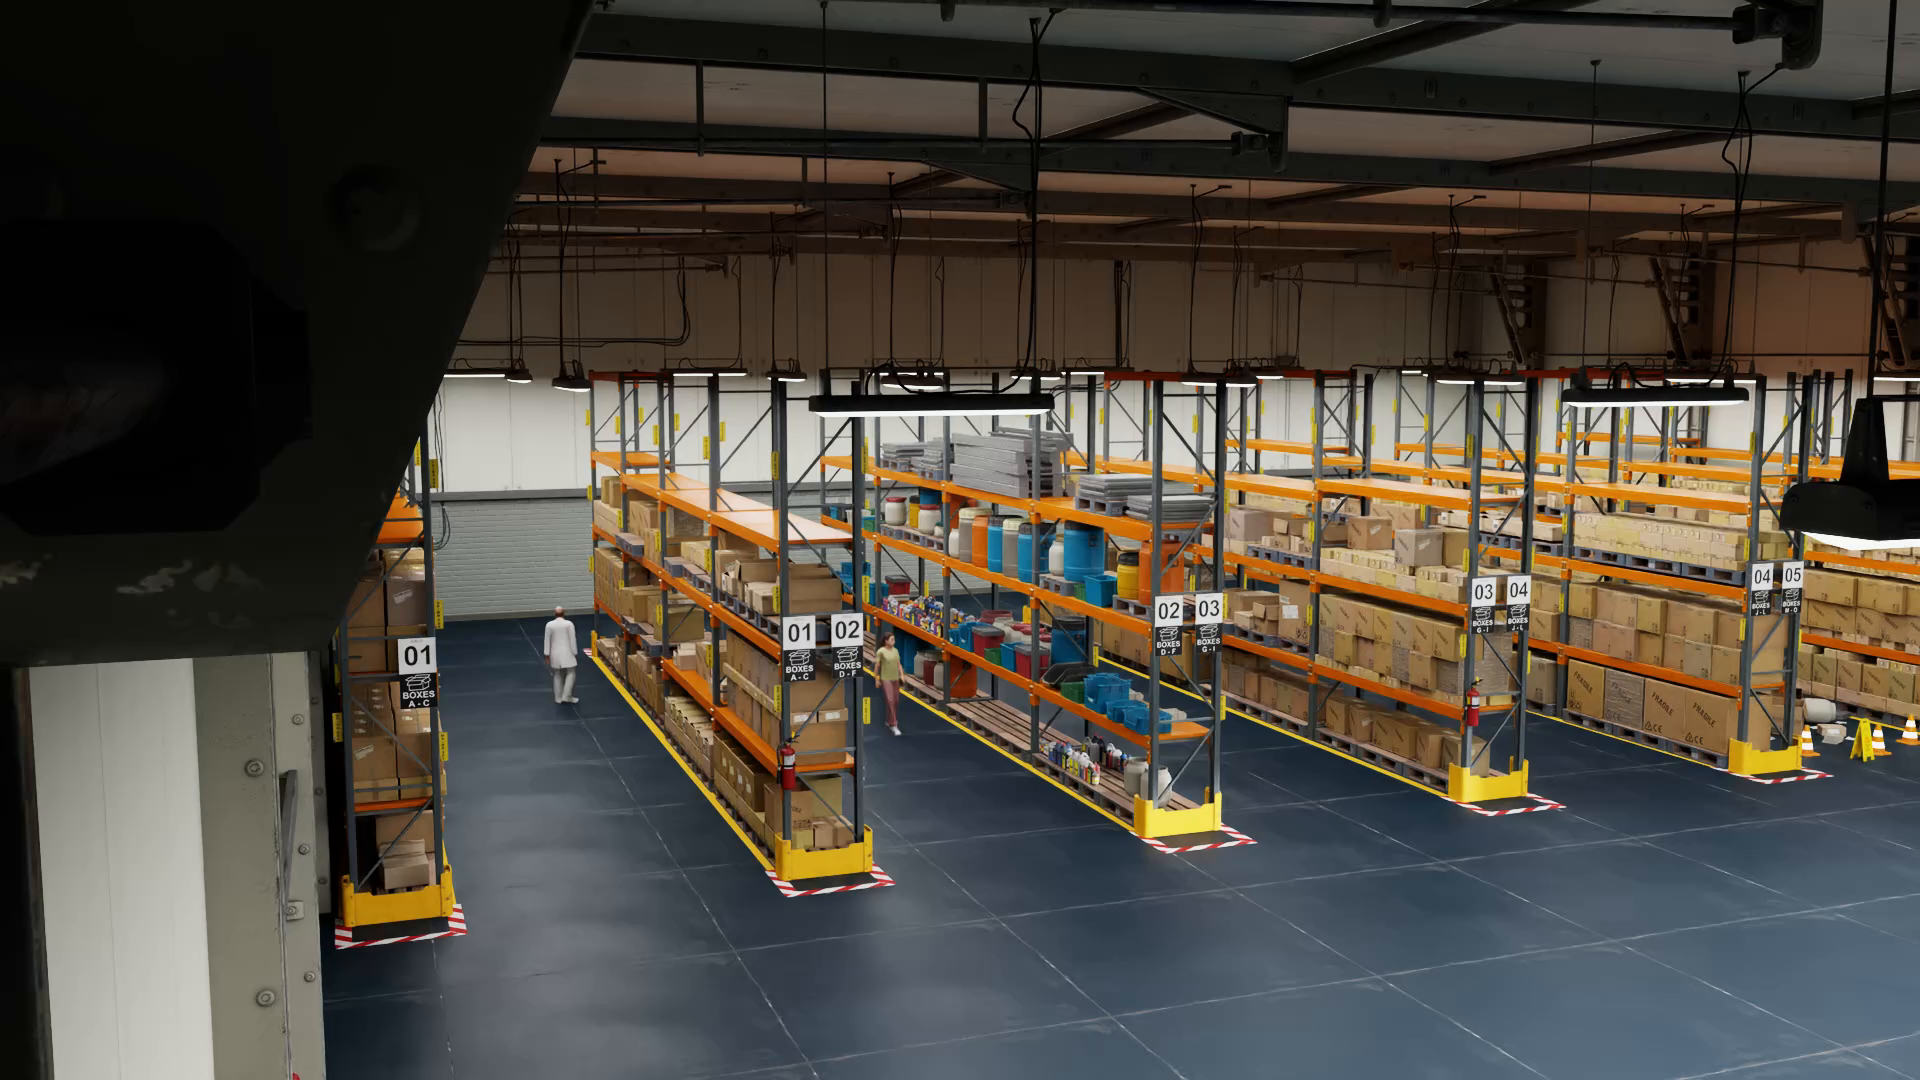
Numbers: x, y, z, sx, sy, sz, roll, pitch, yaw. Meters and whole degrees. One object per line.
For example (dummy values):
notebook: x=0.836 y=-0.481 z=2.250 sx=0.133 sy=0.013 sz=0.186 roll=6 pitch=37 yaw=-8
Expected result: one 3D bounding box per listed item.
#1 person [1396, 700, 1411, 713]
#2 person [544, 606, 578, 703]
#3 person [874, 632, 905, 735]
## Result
person: x=7.843 y=2.274 z=29.142 sx=0.493 sy=1.688 sz=0.629 roll=-2 pitch=7 yaw=-21
person: x=-7.247 y=2.087 z=30.186 sx=0.633 sy=1.778 sz=0.588 roll=0 pitch=6 yaw=4
person: x=-1.109 y=2.399 z=27.992 sx=0.472 sy=1.669 sz=0.745 roll=-4 pitch=8 yaw=-35
